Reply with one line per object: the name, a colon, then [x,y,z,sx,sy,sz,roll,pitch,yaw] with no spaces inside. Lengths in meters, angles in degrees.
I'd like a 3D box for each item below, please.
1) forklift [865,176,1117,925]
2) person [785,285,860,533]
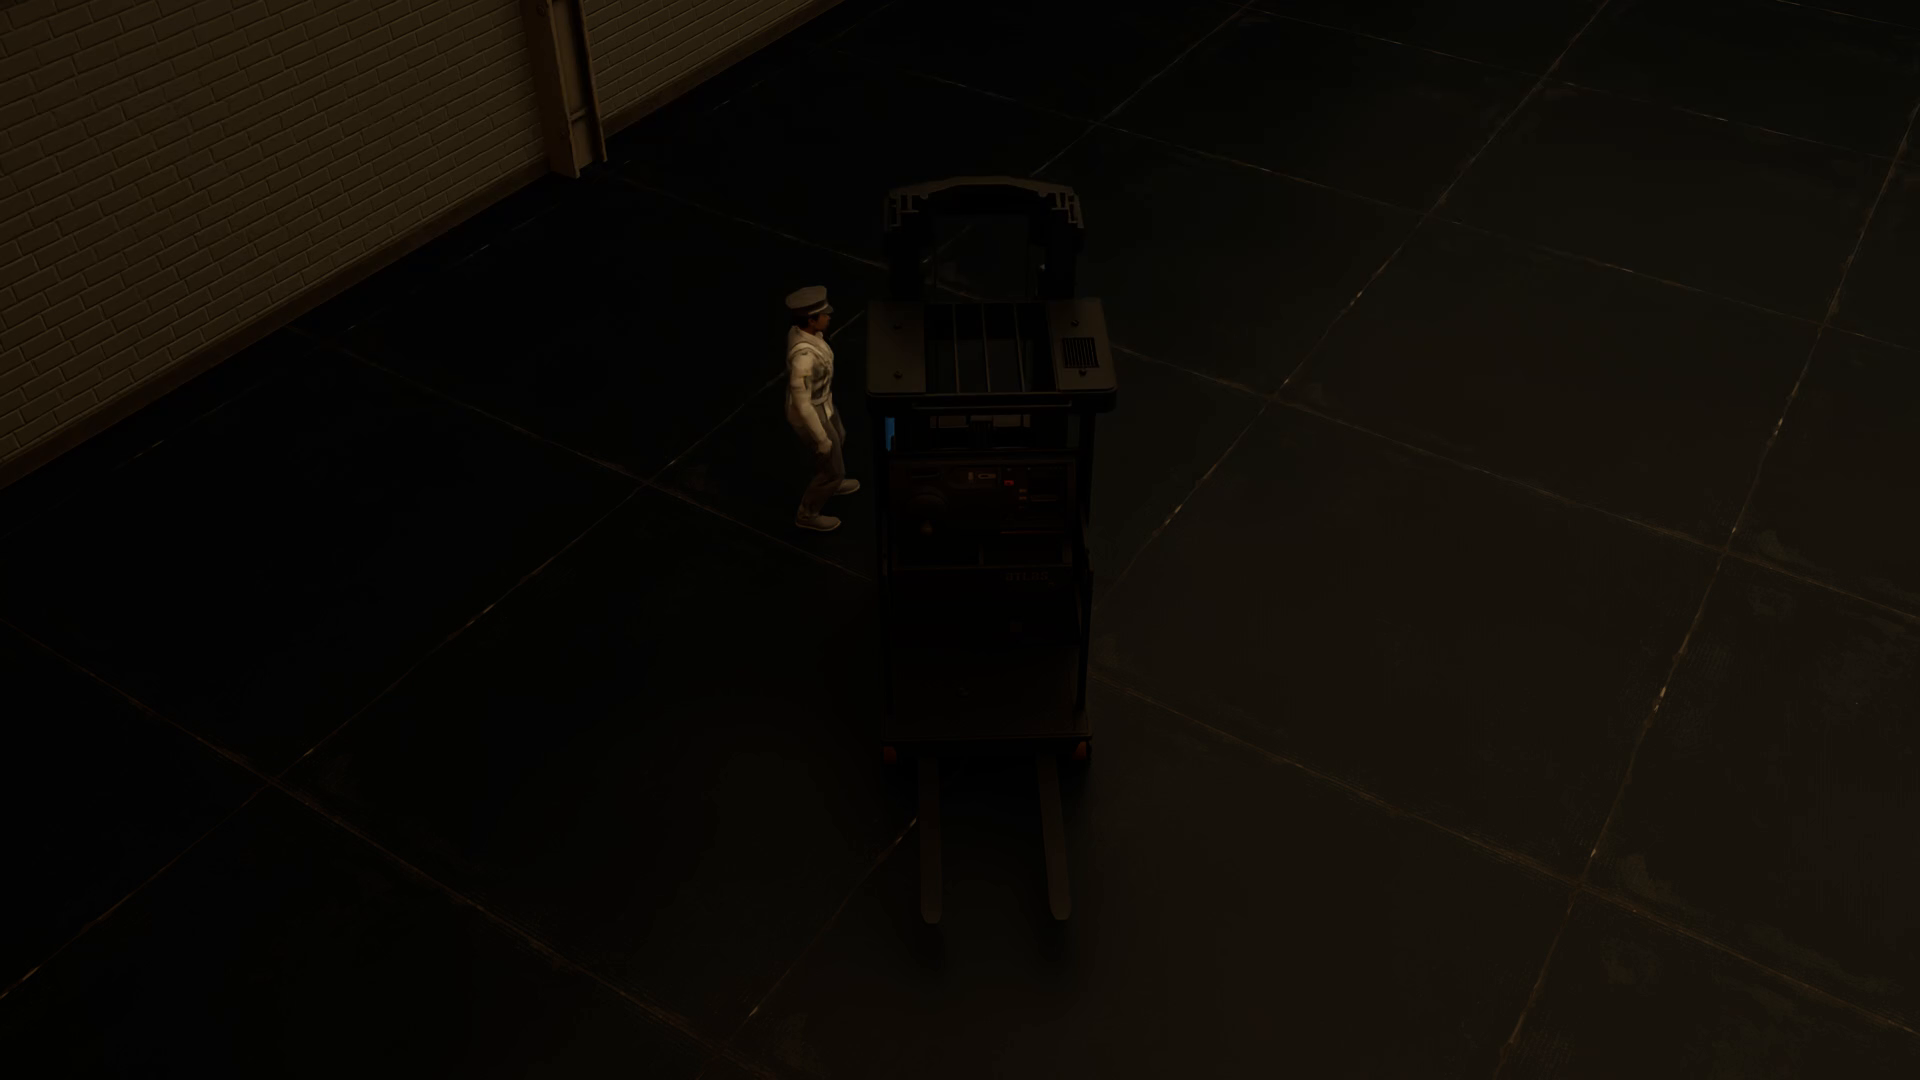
forklift: [0.122,-0.138,8.130,1.130,2.935,3.031,-1,40,-1]
person: [-0.823,-0.774,9.887,0.435,1.625,0.764,-4,40,-5]
